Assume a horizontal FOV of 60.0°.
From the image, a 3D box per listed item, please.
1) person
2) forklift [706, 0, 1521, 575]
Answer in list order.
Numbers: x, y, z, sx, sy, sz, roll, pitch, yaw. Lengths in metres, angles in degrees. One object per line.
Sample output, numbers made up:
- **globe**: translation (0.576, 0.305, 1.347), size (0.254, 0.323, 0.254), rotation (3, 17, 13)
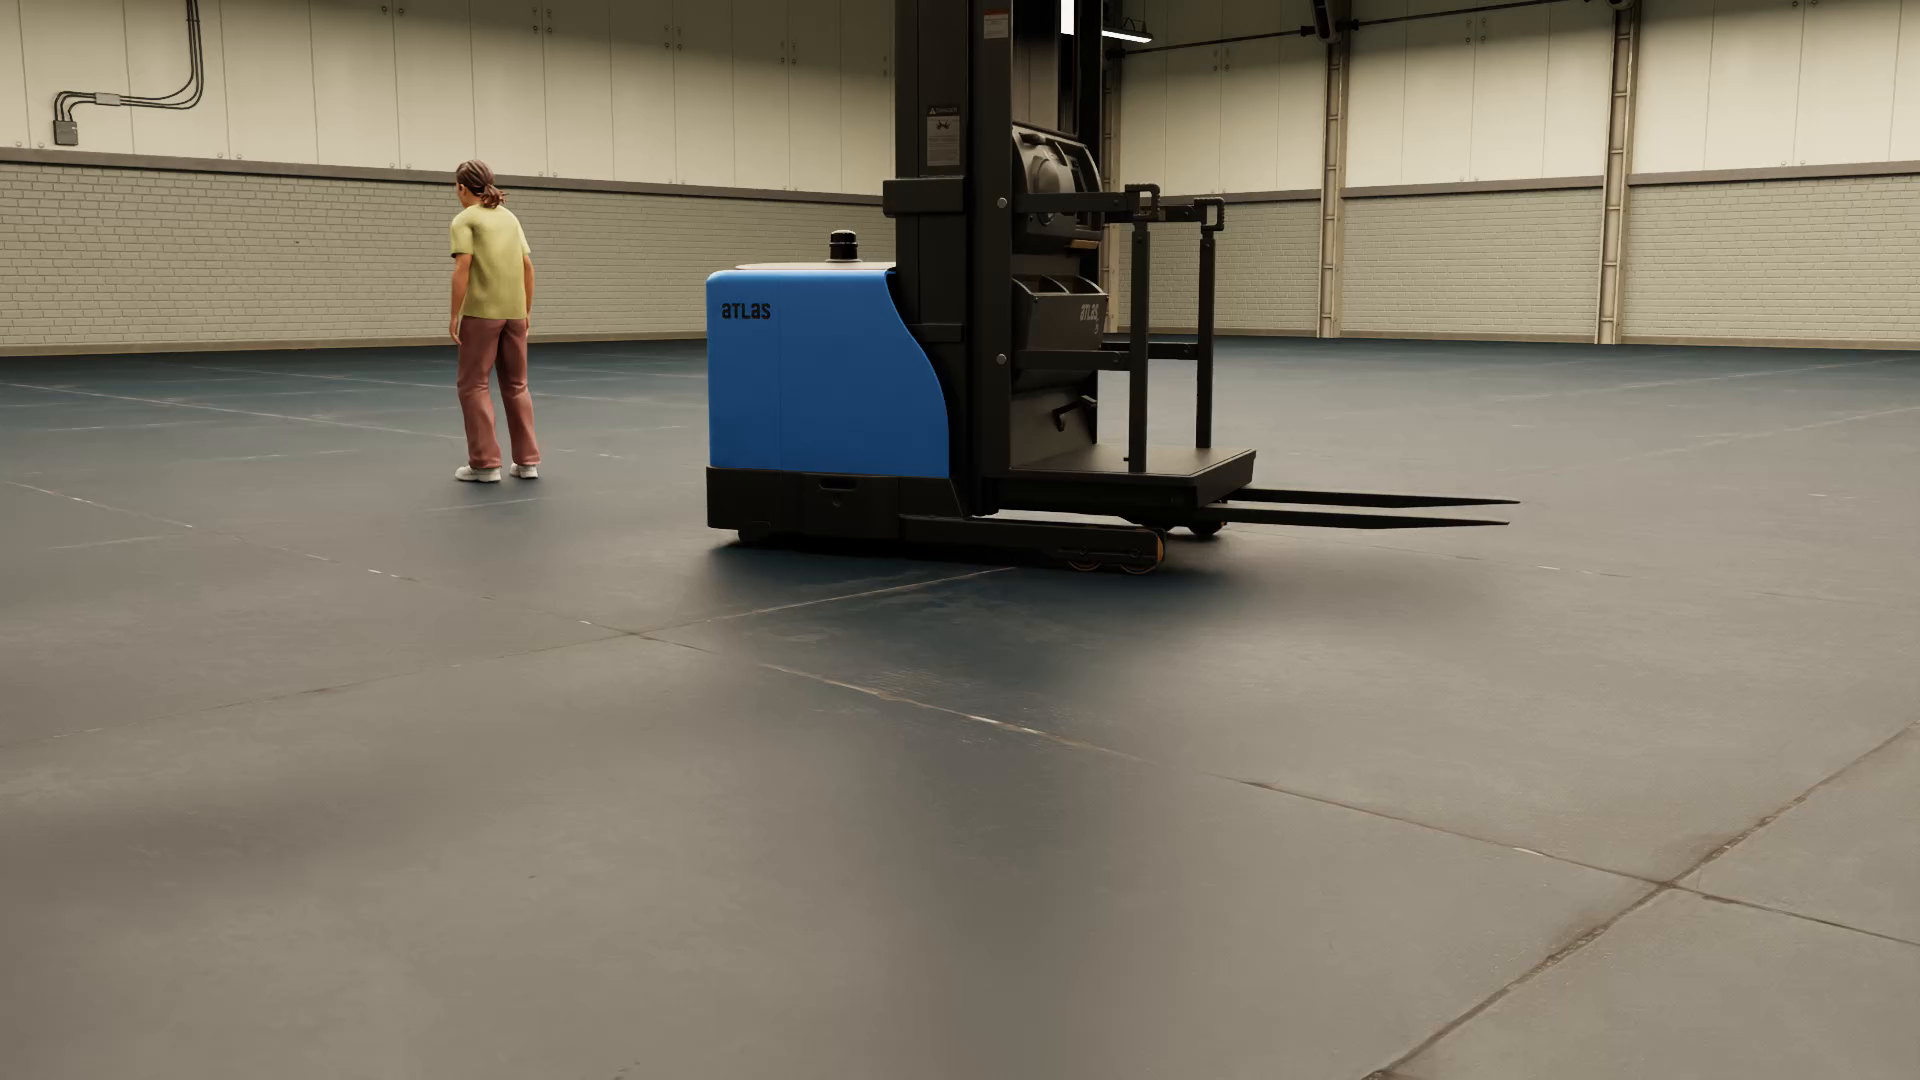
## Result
- **person**: translation (-2.467, -1.148, 8.734), size (0.365, 1.671, 0.520), rotation (7, 11, 39)
- **forklift**: translation (0.565, -1.416, 6.275), size (3.031, 2.935, 1.130), rotation (3, 9, 22)
